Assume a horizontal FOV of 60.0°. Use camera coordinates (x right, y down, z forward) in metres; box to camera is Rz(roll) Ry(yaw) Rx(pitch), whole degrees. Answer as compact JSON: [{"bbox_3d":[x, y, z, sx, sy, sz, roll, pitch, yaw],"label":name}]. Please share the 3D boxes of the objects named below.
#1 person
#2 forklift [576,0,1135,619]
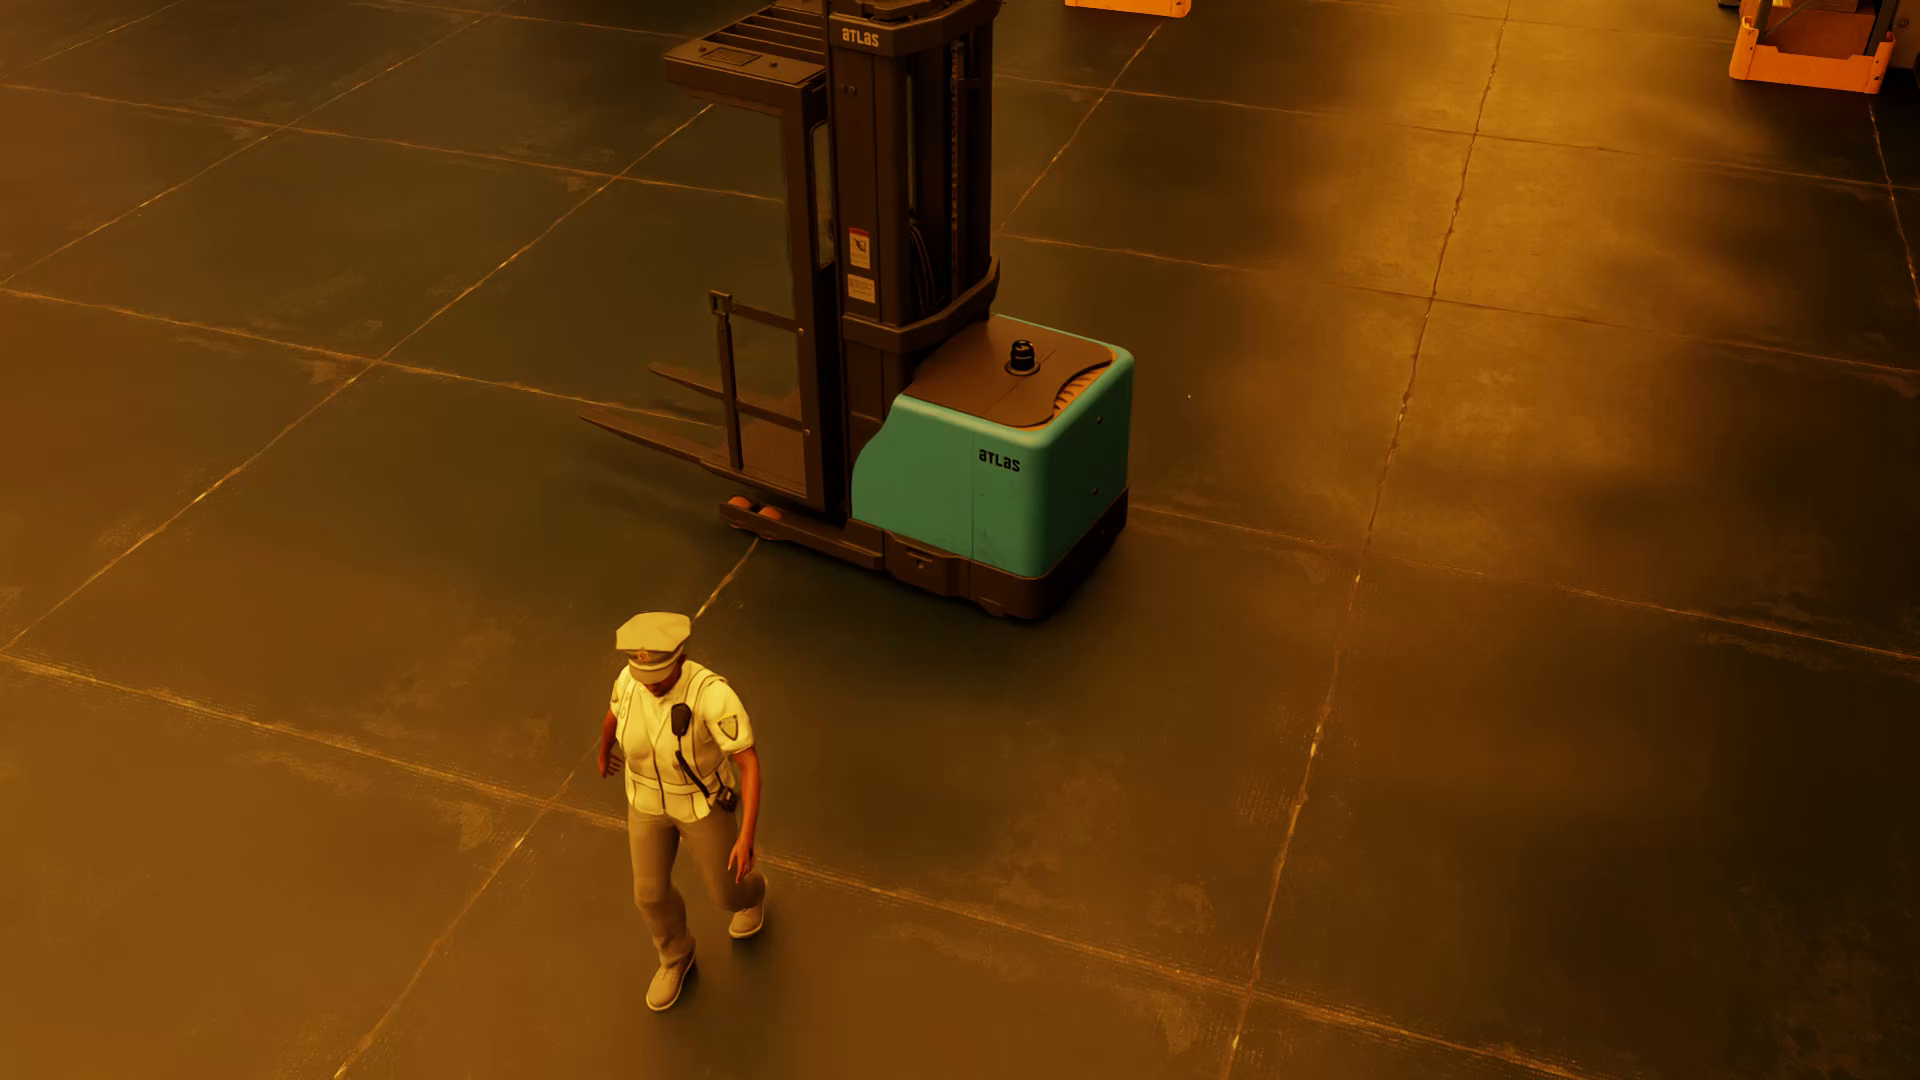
[{"bbox_3d":[-0.998,0.940,5.908,0.779,1.646,0.648,9,36,13],"label":"person"},{"bbox_3d":[-0.666,-1.440,8.142,3.031,2.935,1.130,19,39,24],"label":"forklift"}]
